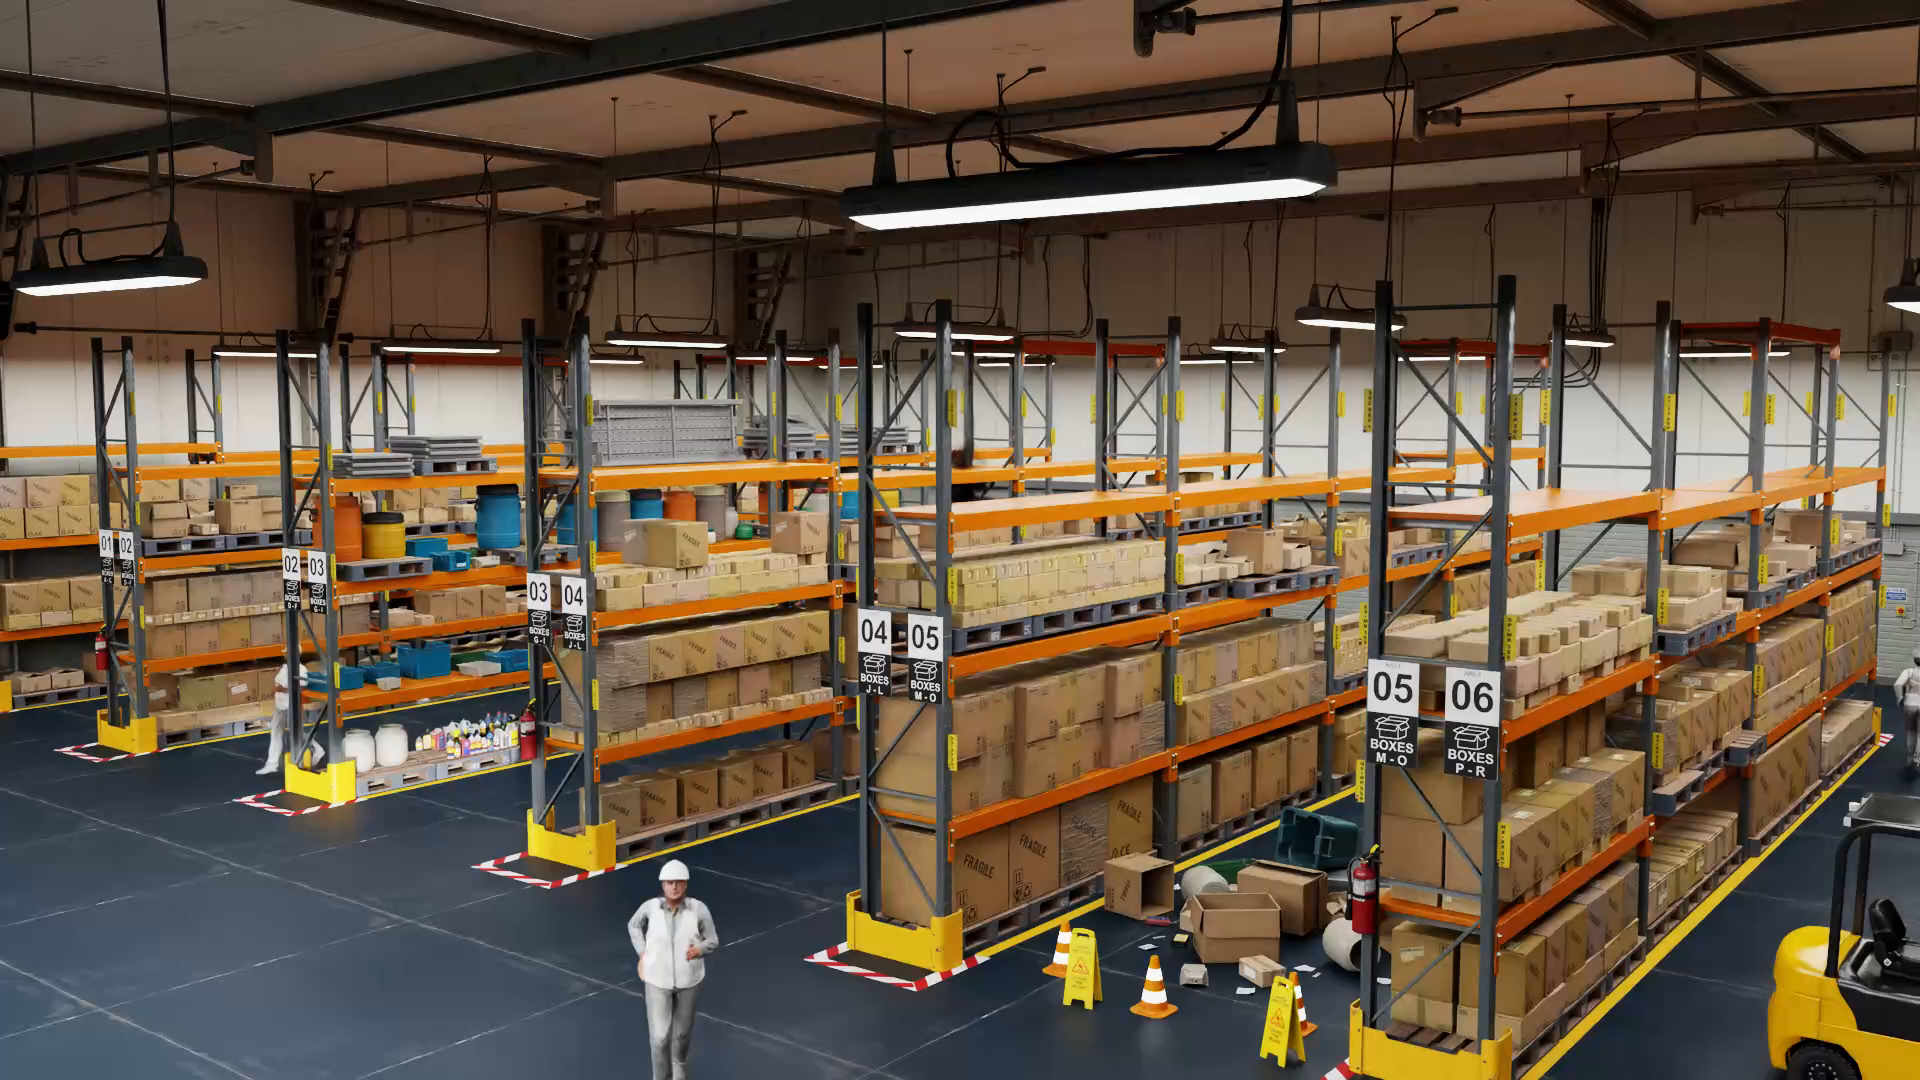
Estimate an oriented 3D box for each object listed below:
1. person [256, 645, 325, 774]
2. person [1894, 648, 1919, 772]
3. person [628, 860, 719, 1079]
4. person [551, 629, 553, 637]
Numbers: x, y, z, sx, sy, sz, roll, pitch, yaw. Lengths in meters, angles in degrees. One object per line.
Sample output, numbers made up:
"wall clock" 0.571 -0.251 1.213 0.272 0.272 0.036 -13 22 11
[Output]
"person" -9.169 2.282 22.688 0.711 1.739 0.951 4 6 36
"person" 13.085 2.333 22.708 0.600 1.724 0.896 3 6 31
"person" -2.079 3.233 12.120 0.642 1.837 0.799 -1 5 -14
"person" -8.306 1.416 33.112 0.610 1.694 0.839 4 6 40
